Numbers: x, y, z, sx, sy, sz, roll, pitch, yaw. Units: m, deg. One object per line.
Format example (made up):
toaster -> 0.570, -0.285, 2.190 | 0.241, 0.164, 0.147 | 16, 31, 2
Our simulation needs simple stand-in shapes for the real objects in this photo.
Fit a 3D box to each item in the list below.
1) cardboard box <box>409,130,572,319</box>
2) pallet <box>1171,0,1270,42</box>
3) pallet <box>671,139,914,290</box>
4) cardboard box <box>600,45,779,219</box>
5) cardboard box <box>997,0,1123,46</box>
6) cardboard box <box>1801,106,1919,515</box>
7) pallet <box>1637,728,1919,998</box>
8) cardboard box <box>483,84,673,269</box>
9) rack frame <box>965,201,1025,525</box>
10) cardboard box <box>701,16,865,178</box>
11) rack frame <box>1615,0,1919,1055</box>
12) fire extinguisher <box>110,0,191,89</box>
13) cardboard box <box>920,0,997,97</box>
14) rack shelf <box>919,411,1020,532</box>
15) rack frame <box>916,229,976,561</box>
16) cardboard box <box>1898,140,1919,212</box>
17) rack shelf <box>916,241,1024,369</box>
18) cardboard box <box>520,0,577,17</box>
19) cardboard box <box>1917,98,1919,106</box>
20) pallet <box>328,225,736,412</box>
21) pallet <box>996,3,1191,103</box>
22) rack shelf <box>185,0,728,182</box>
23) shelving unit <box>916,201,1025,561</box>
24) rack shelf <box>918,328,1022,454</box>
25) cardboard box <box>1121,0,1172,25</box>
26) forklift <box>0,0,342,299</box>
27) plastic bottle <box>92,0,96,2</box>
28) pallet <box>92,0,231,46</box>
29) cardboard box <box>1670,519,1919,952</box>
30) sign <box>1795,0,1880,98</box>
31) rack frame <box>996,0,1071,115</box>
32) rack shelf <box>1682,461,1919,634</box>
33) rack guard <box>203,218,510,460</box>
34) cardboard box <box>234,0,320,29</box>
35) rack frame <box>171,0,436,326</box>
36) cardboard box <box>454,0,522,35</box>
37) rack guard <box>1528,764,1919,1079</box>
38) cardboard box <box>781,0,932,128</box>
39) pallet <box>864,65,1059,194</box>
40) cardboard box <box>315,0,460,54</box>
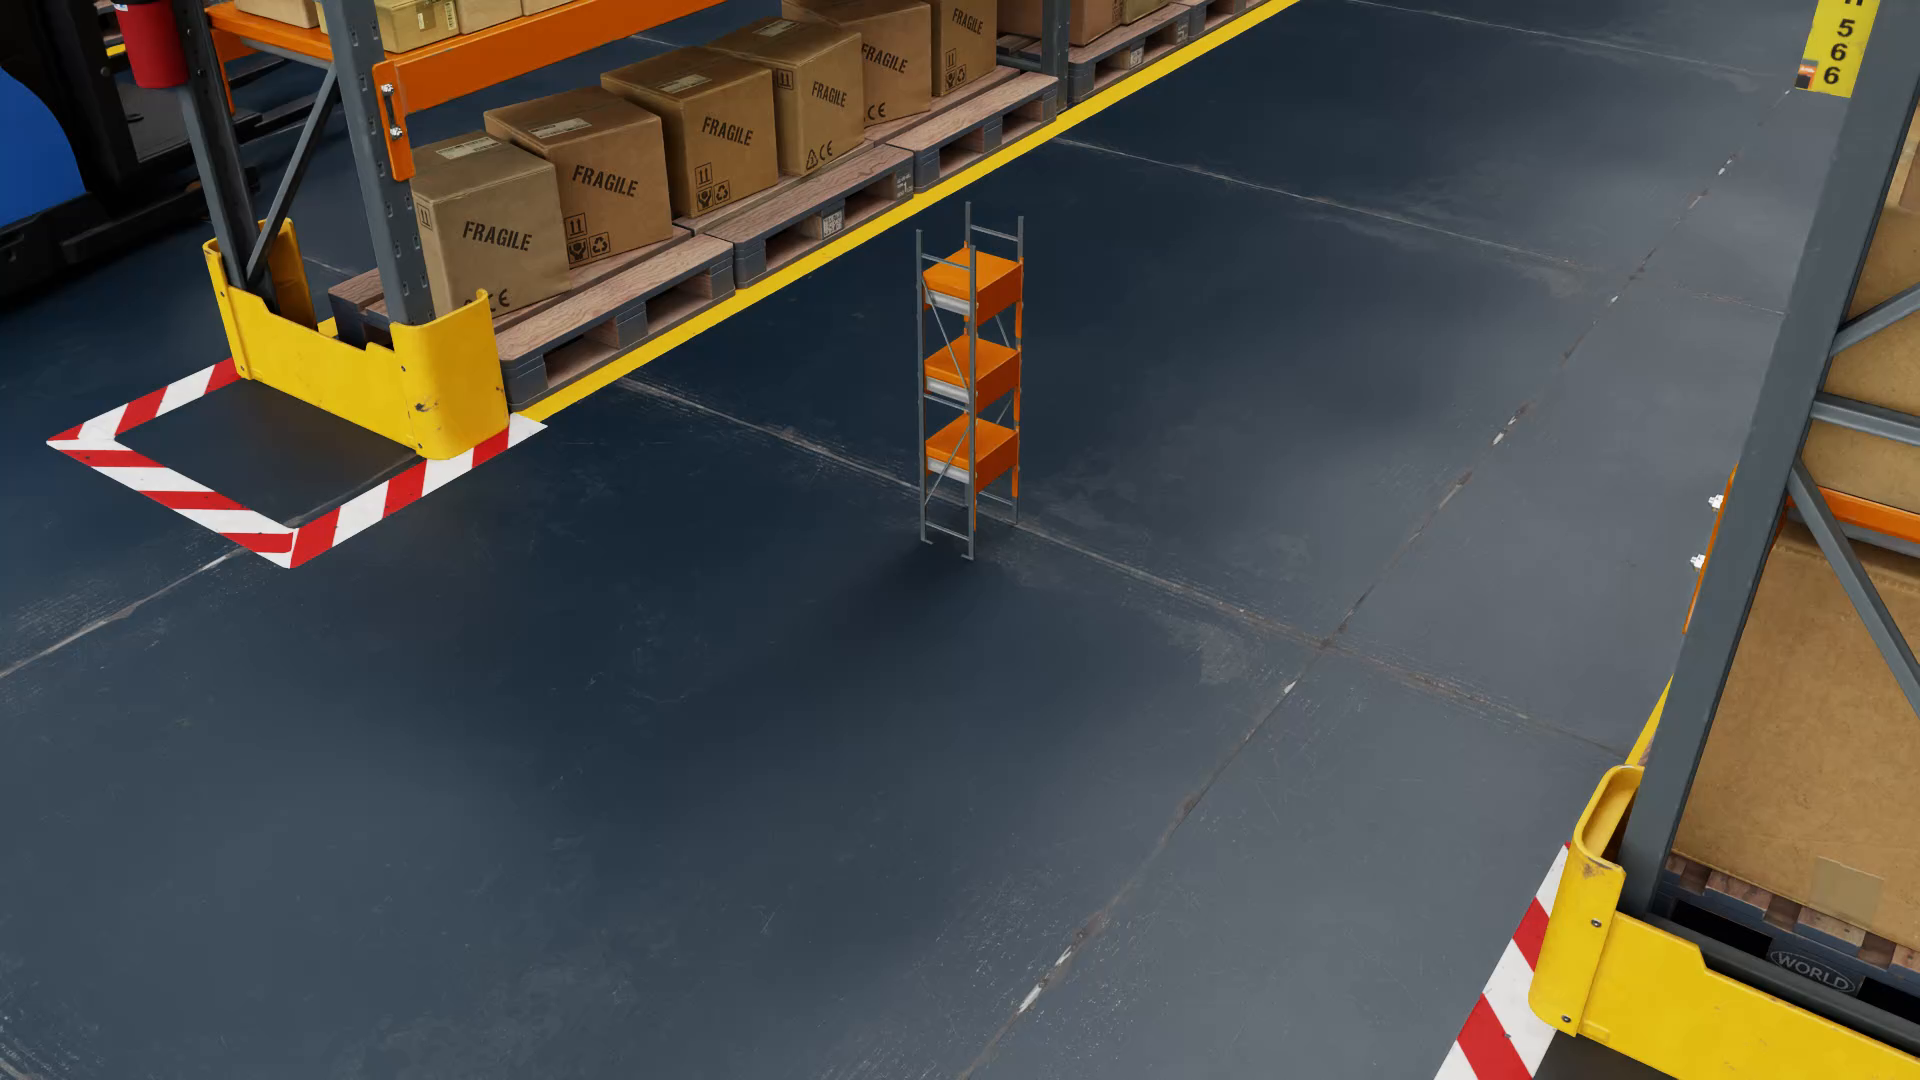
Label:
cardboard box -> -1.810, -1.150, 6.129 | 0.500, 0.500, 0.500 | -29, 43, -35
pallet -> 1.239, -3.337, 9.996 | 1.003, 0.211, 1.213 | 21, 39, 28
pallet -> -0.948, -1.531, 7.325 | 1.003, 0.211, 1.213 | 21, 39, 28
cardboard box -> -1.125, -1.718, 6.969 | 0.500, 0.500, 0.500 | 25, 42, 32
cardboard box -> 0.469, -2.992, 8.836 | 0.700, 0.500, 0.500 | 18, 38, 25
cardboard box -> 2.012, -0.346, 2.949 | 0.875, 0.550, 0.550 | 21, 39, 28
pallet -> 2.229, 0.664, 4.080 | 1.003, 0.211, 1.213 | 21, 39, 28
cardboard box -> -1.497, -1.436, 6.552 | 0.500, 0.500, 0.500 | -25, 41, -32
rack frame -> 0.100, -0.516, 5.075 | 0.200, 1.050, 0.008 | 21, 39, 28
cardboard box -> -0.770, -1.960, 7.327 | 0.500, 0.500, 0.500 | 18, 38, 24
rack frame -> 1.837, -0.098, 2.718 | 1.000, 3.000, 0.127 | 21, 39, 28
fire extinguisher -> -2.624, -1.791, 5.290 | 0.296, 0.674, 0.183 | 21, 39, 28
cardboard box -> -0.160, -2.537, 8.180 | 0.500, 0.500, 0.500 | 20, 39, 27
rack shelf -> 0.031, -0.221, 5.154 | 0.215, 0.259, 0.240 | 21, 39, 28
rack frame -> -0.039, -0.403, 4.909 | 0.200, 1.050, 0.008 | 21, 39, 28
cardboard box -> 2.081, -0.766, 2.607 | 0.875, 0.550, 0.550 | 21, 39, 28
rack shelf -> 0.031, -0.686, 4.839 | 0.215, 0.259, 0.240 | 21, 39, 28
cardboard box -> -1.508, -1.899, 5.605 | 0.380, 0.149, 0.250 | 21, 39, 28
cardboard box -> 2.318, -1.049, 3.025 | 0.875, 0.550, 0.550 | 21, 39, 28
pallet -> -1.644, -0.971, 6.498 | 1.003, 0.211, 1.213 | 21, 39, 28
pallet -> 0.544, -2.773, 9.163 | 1.003, 0.211, 1.213 | 21, 39, 28
rack shelf -> -1.039, -2.351, 6.692 | 1.077, 0.370, 4.000 | 21, 39, 28
shelving unit -> 0.031, -0.460, 4.992 | 0.215, 1.050, 0.252 | 21, 39, 28
rack shelf -> 0.031, -0.451, 4.998 | 0.215, 0.259, 0.240 | 21, 39, 28
cardboard box -> 0.756, -3.206, 9.151 | 0.700, 0.500, 0.500 | 21, 39, 28
forklift -> -3.816, -2.730, 6.671 | 1.130, 2.935, 3.031 | 16, 37, 22
plastic bottle -> -4.900, -3.117, 9.286 | 0.097, 0.201, 0.097 | 0, 34, 0
pallet -> -5.080, -3.137, 9.701 | 1.003, 0.211, 1.213 | 21, 39, 28
cardboard box -> 2.170, 0.275, 3.688 | 0.875, 0.875, 0.875 | 21, 40, 28
sign -> 1.399, -0.856, 2.593 | 0.100, 0.325, 0.005 | 21, 39, 28
rack frame -> 0.101, -3.570, 7.851 | 1.000, 3.000, 0.127 | 21, 39, 28
rack shelf -> 2.978, -0.721, 4.280 | 1.077, 0.370, 4.000 | 21, 39, 28
rack guard -> -2.137, -0.729, 5.881 | 1.175, 0.500, 0.348 | 21, 39, 28
cardboard box -> -2.187, -1.822, 5.491 | 0.380, 0.149, 0.250 | 21, 39, 28
rack frame -> -2.180, -1.729, 5.129 | 1.000, 3.000, 0.127 | 21, 39, 28
cardboard box -> -1.663, -1.789, 5.442 | 0.380, 0.149, 0.250 | 21, 39, 28
rack guard -> 1.824, 0.948, 3.401 | 1.175, 0.500, 0.348 | 21, 39, 28
cardboard box -> -0.480, -2.271, 7.787 | 0.500, 0.500, 0.500 | -23, 40, -30
pallet -> -0.253, -2.094, 8.159 | 1.003, 0.211, 1.213 | 21, 39, 28
cardboard box -> -1.821, -1.680, 5.281 | 0.380, 0.149, 0.250 | 21, 39, 28
